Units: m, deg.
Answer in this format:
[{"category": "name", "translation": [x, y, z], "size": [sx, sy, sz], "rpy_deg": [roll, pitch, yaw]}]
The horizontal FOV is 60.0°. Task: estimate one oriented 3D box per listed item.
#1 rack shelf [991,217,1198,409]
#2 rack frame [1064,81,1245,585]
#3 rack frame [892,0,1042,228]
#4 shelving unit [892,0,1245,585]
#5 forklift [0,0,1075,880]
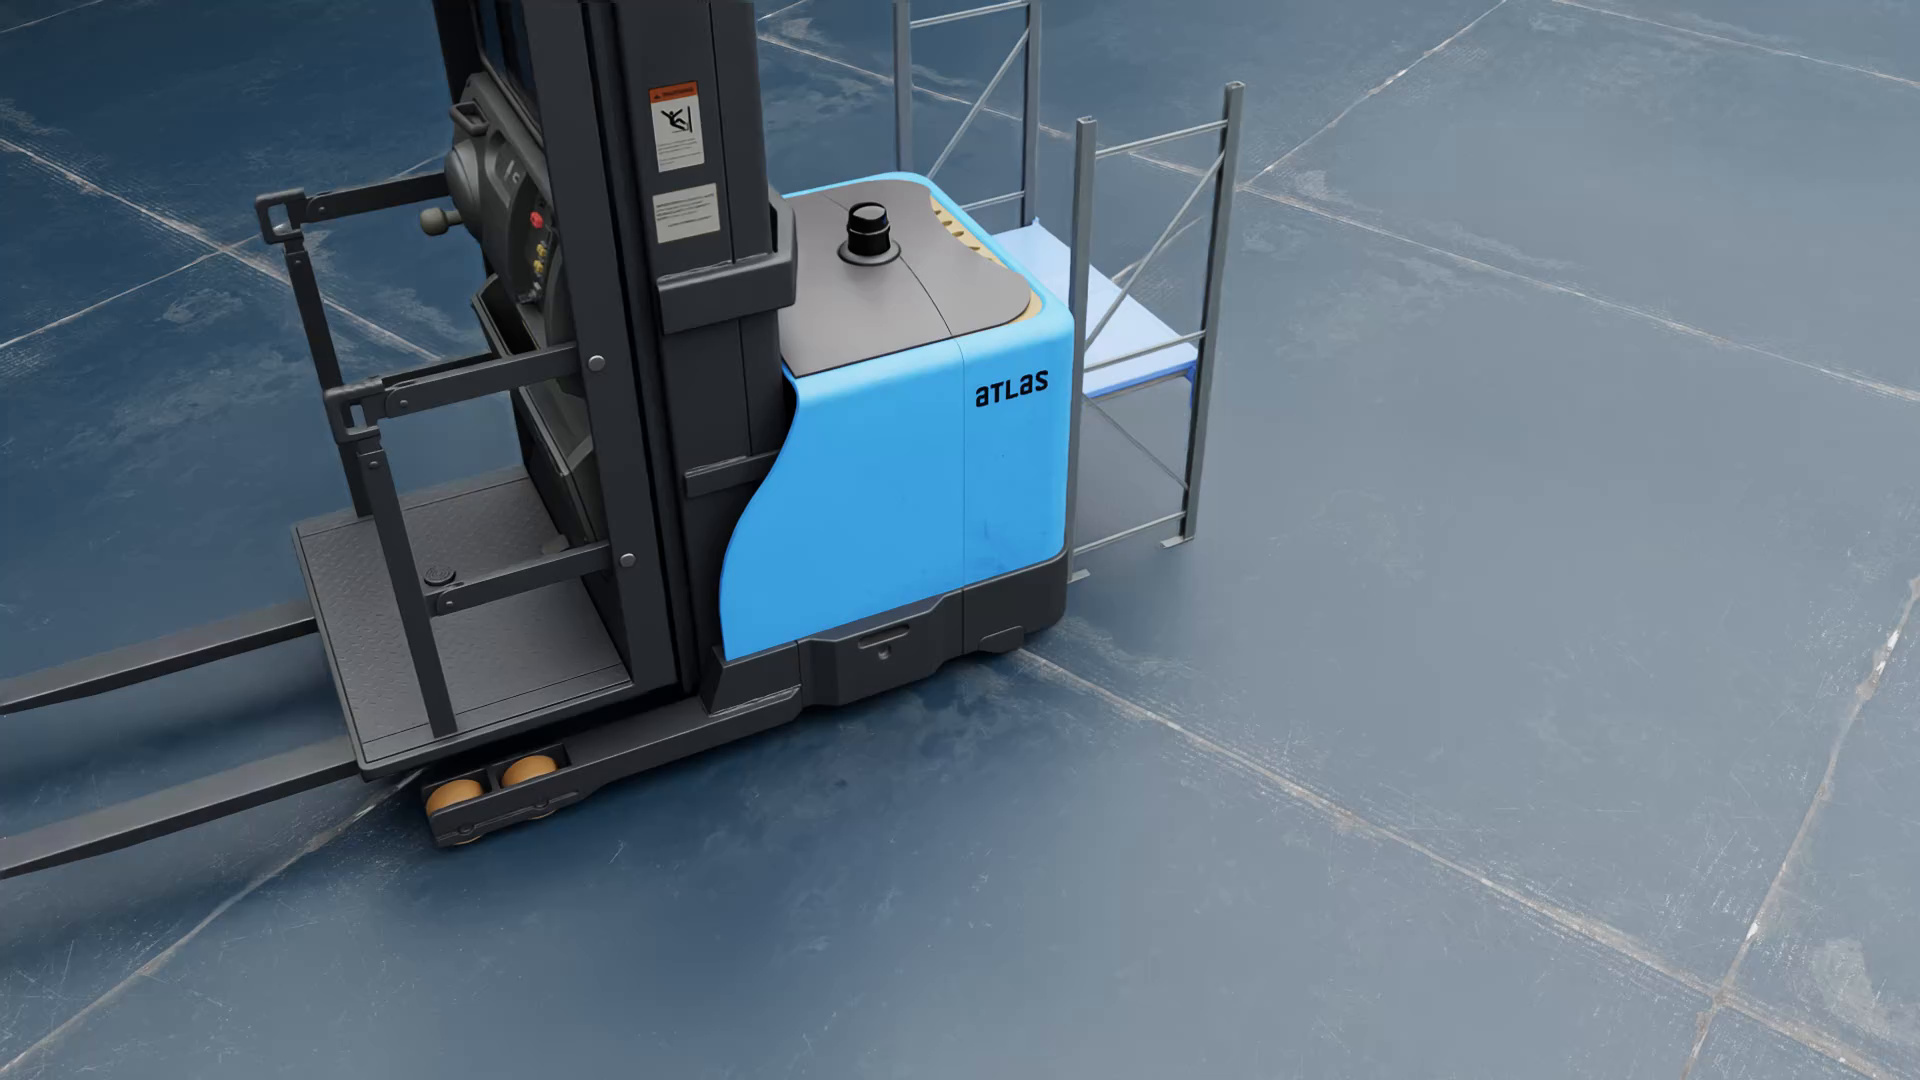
[{"category": "rack shelf", "translation": [0.272, -0.661, 5.169], "size": [0.538, 0.185, 1.000], "rpy_deg": [-19, 42, -22]}, {"category": "rack frame", "translation": [0.517, -0.528, 4.708], "size": [0.500, 1.500, 0.032], "rpy_deg": [-19, 42, -22]}, {"category": "rack frame", "translation": [0.026, -1.077, 5.409], "size": [0.500, 1.500, 0.032], "rpy_deg": [-19, 42, -22]}, {"category": "shelving unit", "translation": [0.272, -0.803, 5.058], "size": [0.538, 1.500, 1.048], "rpy_deg": [-19, 42, -22]}, {"category": "forklift", "translation": [-1.243, -0.749, 3.829], "size": [3.031, 2.935, 1.130], "rpy_deg": [-17, 41, -20]}]
